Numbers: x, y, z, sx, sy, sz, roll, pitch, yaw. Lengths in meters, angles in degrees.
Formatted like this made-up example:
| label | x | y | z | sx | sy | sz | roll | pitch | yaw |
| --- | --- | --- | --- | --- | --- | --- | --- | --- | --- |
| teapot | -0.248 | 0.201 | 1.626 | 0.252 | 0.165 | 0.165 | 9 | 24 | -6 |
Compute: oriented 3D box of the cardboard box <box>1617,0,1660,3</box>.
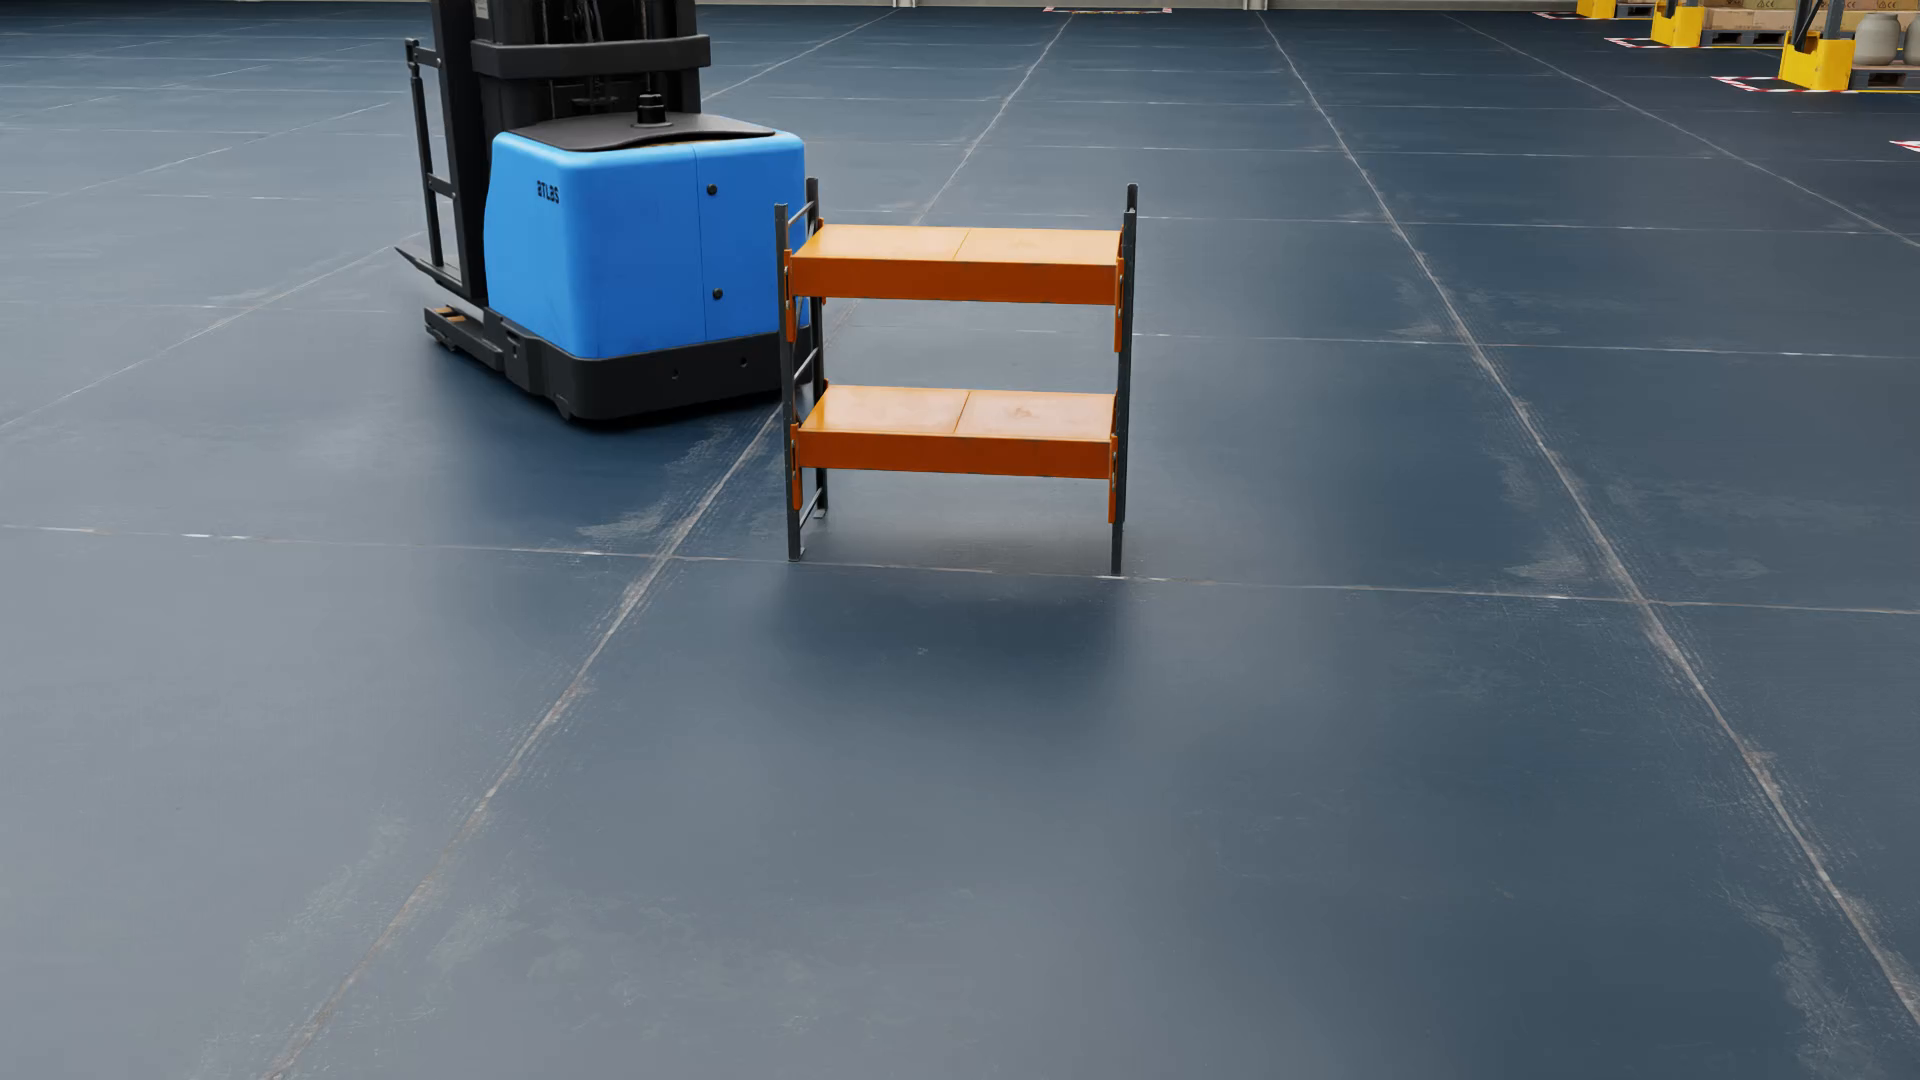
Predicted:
| label | x | y | z | sx | sy | sz | roll | pitch | yaw |
| --- | --- | --- | --- | --- | --- | --- | --- | --- | --- |
| cardboard box | 10.848 | -8.753 | 26.559 | 0.500 | 0.311 | 0.500 | 0 | 22 | 0 |

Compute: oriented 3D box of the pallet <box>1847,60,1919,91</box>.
| label | x | y | z | sx | sy | sz | roll | pitch | yaw |
| --- | --- | --- | --- | --- | --- | --- | --- | --- | --- |
| pallet | 9.893 | -4.925 | 17.609 | 1.213 | 0.211 | 1.003 | 2 | 22 | 6 |

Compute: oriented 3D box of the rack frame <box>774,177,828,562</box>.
| label | x | y | z | sx | sy | sz | roll | pitch | yaw |
| --- | --- | --- | --- | --- | --- | --- | --- | --- | --- |
| rack frame | -0.498 | -0.545 | 5.288 | 0.032 | 1.125 | 0.500 | 2 | 22 | 6 |

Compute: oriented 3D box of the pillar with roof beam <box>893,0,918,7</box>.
| label | x | y | z | sx | sy | sz | roll | pitch | yaw |
| --- | --- | --- | --- | --- | --- | --- | --- | --- | --- |
| pillar with roof beam | -1.455 | -11.885 | 23.262 | 0.400 | 9.000 | 9.100 | 2 | 22 | 6 |

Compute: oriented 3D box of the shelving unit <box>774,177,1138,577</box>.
| label | x | y | z | sx | sy | sz | roll | pitch | yaw |
| --- | --- | --- | --- | --- | --- | --- | --- | --- | --- |
| shelving unit | 0.007 | -0.523 | 5.232 | 1.048 | 1.125 | 0.538 | 2 | 22 | 6 |

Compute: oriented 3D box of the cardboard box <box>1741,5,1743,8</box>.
| label | x | y | z | sx | sy | sz | roll | pitch | yaw |
| --- | --- | --- | --- | --- | --- | --- | --- | --- | --- |
| cardboard box | 10.658 | -7.037 | 22.328 | 0.500 | 0.250 | 0.500 | 2 | 22 | 6 |

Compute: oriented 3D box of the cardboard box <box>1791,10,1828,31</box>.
| label | x | y | z | sx | sy | sz | roll | pitch | yaw |
| --- | --- | --- | --- | --- | --- | --- | --- | --- | --- |
| cardboard box | 11.092 | -6.823 | 21.787 | 0.500 | 0.250 | 0.500 | 2 | 22 | 6 |

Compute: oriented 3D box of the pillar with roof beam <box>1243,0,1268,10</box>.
| label | x | y | z | sx | sy | sz | roll | pitch | yaw |
| --- | --- | --- | --- | --- | --- | --- | --- | --- | --- |
| pillar with roof beam | 4.504 | -11.625 | 22.605 | 0.400 | 9.000 | 9.100 | 2 | 22 | 6 |

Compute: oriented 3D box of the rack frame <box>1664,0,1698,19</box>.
| label | x | y | z | sx | sy | sz | roll | pitch | yaw |
| --- | --- | --- | --- | --- | --- | --- | --- | --- | --- |
| rack frame | 9.592 | -8.053 | 21.730 | 0.127 | 3.000 | 1.000 | 2 | 22 | 6 |

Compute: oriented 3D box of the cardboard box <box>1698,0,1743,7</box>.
| label | x | y | z | sx | sy | sz | roll | pitch | yaw |
| --- | --- | --- | --- | --- | --- | --- | --- | --- | --- |
| cardboard box | 10.160 | -7.404 | 22.236 | 0.500 | 0.500 | 0.500 | 2 | 22 | 6 |

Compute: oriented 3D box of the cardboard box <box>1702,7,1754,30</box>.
| label | x | y | z | sx | sy | sz | roll | pitch | yaw |
| --- | --- | --- | --- | --- | --- | --- | --- | --- | --- |
| cardboard box | 10.099 | -6.865 | 21.894 | 0.500 | 0.250 | 0.500 | 2 | 22 | 6 |

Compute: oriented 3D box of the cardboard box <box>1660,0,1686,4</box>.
| label | x | y | z | sx | sy | sz | roll | pitch | yaw |
| --- | --- | --- | --- | --- | --- | --- | --- | --- | --- |
| cardboard box | 11.414 | -8.729 | 26.497 | 0.500 | 0.311 | 0.500 | 4 | 22 | 11 |

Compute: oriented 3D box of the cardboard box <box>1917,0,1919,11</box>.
| label | x | y | z | sx | sy | sz | roll | pitch | yaw |
| --- | --- | --- | --- | --- | --- | --- | --- | --- | --- |
| cardboard box | 12.583 | -7.111 | 21.497 | 0.500 | 0.500 | 0.500 | 2 | 22 | 6 |

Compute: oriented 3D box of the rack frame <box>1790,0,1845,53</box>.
| label | x | y | z | sx | sy | sz | roll | pitch | yaw |
| --- | --- | --- | --- | --- | --- | --- | --- | --- | --- |
| rack frame | 9.006 | -6.245 | 17.156 | 0.127 | 3.000 | 1.000 | 2 | 22 | 6 |

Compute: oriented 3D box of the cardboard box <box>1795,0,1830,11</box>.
| label | x | y | z | sx | sy | sz | roll | pitch | yaw |
| --- | --- | --- | --- | --- | --- | --- | --- | --- | --- |
| cardboard box | 11.094 | -7.176 | 21.660 | 0.500 | 0.500 | 0.500 | 2 | 22 | 6 |

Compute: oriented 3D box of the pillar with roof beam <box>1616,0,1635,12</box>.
| label | x | y | z | sx | sy | sz | roll | pitch | yaw |
| --- | --- | --- | --- | --- | --- | --- | --- | --- | --- |
| pillar with roof beam | 10.462 | -11.365 | 21.948 | 0.400 | 9.000 | 9.100 | 2 | 22 | 6 |

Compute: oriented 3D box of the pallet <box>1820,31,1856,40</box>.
| label | x | y | z | sx | sy | sz | roll | pitch | yaw |
| --- | --- | --- | --- | --- | --- | --- | --- | --- | --- |
| pallet | 11.565 | -6.685 | 22.061 | 1.213 | 0.211 | 1.003 | 2 | 22 | 6 |

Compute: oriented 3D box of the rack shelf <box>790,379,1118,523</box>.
| label | x | y | z | sx | sy | sz | roll | pitch | yaw |
| --- | --- | --- | --- | --- | --- | --- | --- | --- | --- |
| rack shelf | 0.007 | -0.295 | 5.322 | 1.000 | 0.278 | 0.538 | 2 | 22 | 6 |

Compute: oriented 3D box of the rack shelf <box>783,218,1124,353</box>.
| label | x | y | z | sx | sy | sz | roll | pitch | yaw |
| --- | --- | --- | --- | --- | --- | --- | --- | --- | --- |
| rack shelf | 0.007 | -0.795 | 5.125 | 1.000 | 0.278 | 0.538 | 2 | 22 | 6 |

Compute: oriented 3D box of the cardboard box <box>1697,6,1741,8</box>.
| label | x | y | z | sx | sy | sz | roll | pitch | yaw |
| --- | --- | --- | --- | --- | --- | --- | --- | --- | --- |
| cardboard box | 10.160 | -7.054 | 22.372 | 0.500 | 0.250 | 0.500 | 2 | 22 | 6 |

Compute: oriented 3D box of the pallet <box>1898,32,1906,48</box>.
| label | x | y | z | sx | sy | sz | roll | pitch | yaw |
| --- | --- | --- | --- | --- | --- | --- | --- | --- | --- |
| pallet | 12.780 | -6.633 | 21.930 | 1.213 | 0.211 | 1.003 | 2 | 22 | 6 |

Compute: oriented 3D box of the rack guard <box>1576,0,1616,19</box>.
| label | x | y | z | sx | sy | sz | roll | pitch | yaw |
| --- | --- | --- | --- | --- | --- | --- | --- | --- | --- |
| rack guard | 10.247 | -8.696 | 26.756 | 0.348 | 0.500 | 1.175 | 2 | 22 | 6 |

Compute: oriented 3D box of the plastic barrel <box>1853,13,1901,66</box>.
| label | x | y | z | sx | sy | sz | roll | pitch | yaw |
| --- | --- | --- | --- | --- | --- | --- | --- | --- | --- |
| plastic barrel | 9.668 | -5.283 | 17.534 | 0.421 | 0.512 | 0.421 | 0 | 22 | 0 |

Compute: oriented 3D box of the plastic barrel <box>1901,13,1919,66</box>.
| label | x | y | z | sx | sy | sz | roll | pitch | yaw |
| --- | --- | --- | --- | --- | --- | --- | --- | --- | --- |
| plastic barrel | 10.166 | -5.261 | 17.479 | 0.421 | 0.512 | 0.421 | 0 | 22 | 0 |

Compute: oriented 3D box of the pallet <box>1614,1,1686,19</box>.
| label | x | y | z | sx | sy | sz | roll | pitch | yaw |
| --- | --- | --- | --- | --- | --- | --- | --- | --- | --- |
| pallet | 11.050 | -8.514 | 26.687 | 1.213 | 0.211 | 1.003 | 2 | 22 | 6 |

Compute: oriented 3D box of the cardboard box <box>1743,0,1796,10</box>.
| label | x | y | z | sx | sy | sz | roll | pitch | yaw |
| --- | --- | --- | --- | --- | --- | --- | --- | --- | --- |
| cardboard box | 10.596 | -7.193 | 21.703 | 0.500 | 0.500 | 0.500 | 2 | 22 | 6 |

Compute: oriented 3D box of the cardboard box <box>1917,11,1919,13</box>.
| label | x | y | z | sx | sy | sz | roll | pitch | yaw |
| --- | --- | --- | --- | --- | --- | --- | --- | --- | --- |
| cardboard box | 12.583 | -6.762 | 21.633 | 0.500 | 0.250 | 0.500 | 2 | 22 | 6 |

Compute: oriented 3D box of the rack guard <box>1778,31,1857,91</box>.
| label | x | y | z | sx | sy | sz | roll | pitch | yaw |
| --- | --- | --- | --- | --- | --- | --- | --- | --- | --- |
| rack guard | 9.087 | -5.096 | 17.650 | 0.348 | 0.500 | 1.175 | 2 | 22 | 6 |

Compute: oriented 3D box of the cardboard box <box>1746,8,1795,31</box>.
| label | x | y | z | sx | sy | sz | roll | pitch | yaw |
| --- | --- | --- | --- | --- | --- | --- | --- | --- | --- |
| cardboard box | 10.596 | -6.845 | 21.842 | 0.500 | 0.250 | 0.500 | 2 | 22 | 6 |

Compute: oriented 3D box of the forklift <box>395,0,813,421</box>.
| label | x | y | z | sx | sy | sz | roll | pitch | yaw |
| --- | --- | --- | --- | --- | --- | --- | --- | --- | --- |
| forklift | -1.844 | -2.312 | 7.301 | 1.130 | 2.935 | 3.031 | -14 | 26 | -31 |

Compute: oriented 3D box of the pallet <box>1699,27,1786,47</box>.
| label | x | y | z | sx | sy | sz | roll | pitch | yaw |
| --- | --- | --- | --- | --- | --- | --- | --- | --- | --- |
| pallet | 10.357 | -6.739 | 22.197 | 1.213 | 0.211 | 1.003 | 2 | 22 | 6 |

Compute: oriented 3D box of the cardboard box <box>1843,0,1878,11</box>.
| label | x | y | z | sx | sy | sz | roll | pitch | yaw |
| --- | --- | --- | --- | --- | --- | --- | --- | --- | --- |
| cardboard box | 11.588 | -7.148 | 21.589 | 0.500 | 0.500 | 0.500 | 2 | 22 | 6 |

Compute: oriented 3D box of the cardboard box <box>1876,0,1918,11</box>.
| label | x | y | z | sx | sy | sz | roll | pitch | yaw |
| --- | --- | --- | --- | --- | --- | --- | --- | --- | --- |
| cardboard box | 12.086 | -7.132 | 21.548 | 0.500 | 0.500 | 0.500 | 2 | 22 | 6 |

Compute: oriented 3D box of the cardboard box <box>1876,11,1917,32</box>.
| label | x | y | z | sx | sy | sz | roll | pitch | yaw |
| --- | --- | --- | --- | --- | --- | --- | --- | --- | --- |
| cardboard box | 12.085 | -6.778 | 21.674 | 0.500 | 0.250 | 0.500 | 2 | 22 | 6 |

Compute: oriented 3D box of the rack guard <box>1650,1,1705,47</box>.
| label | x | y | z | sx | sy | sz | roll | pitch | yaw |
| --- | --- | --- | --- | --- | --- | --- | --- | --- | --- |
| rack guard | 9.569 | -6.892 | 22.192 | 0.348 | 0.500 | 1.175 | 2 | 22 | 6 |

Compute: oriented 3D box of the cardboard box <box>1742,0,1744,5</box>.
| label | x | y | z | sx | sy | sz | roll | pitch | yaw |
| --- | --- | --- | --- | --- | --- | --- | --- | --- | --- |
| cardboard box | 12.137 | -8.767 | 26.336 | 0.500 | 0.500 | 0.700 | 1 | 22 | 3 |

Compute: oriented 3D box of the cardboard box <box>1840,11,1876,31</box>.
| label | x | y | z | sx | sy | sz | roll | pitch | yaw |
| --- | --- | --- | --- | --- | --- | --- | --- | --- | --- |
| cardboard box | 11.588 | -6.800 | 21.728 | 0.500 | 0.250 | 0.500 | 2 | 22 | 6 |

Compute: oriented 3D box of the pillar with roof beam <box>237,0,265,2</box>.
| label | x | y | z | sx | sy | sz | roll | pitch | yaw |
| --- | --- | --- | --- | --- | --- | --- | --- | --- | --- |
| pillar with roof beam | -13.371 | -12.404 | 24.575 | 0.400 | 9.000 | 9.100 | 2 | 22 | 6 |

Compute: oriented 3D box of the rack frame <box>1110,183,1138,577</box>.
| label | x | y | z | sx | sy | sz | roll | pitch | yaw |
| --- | --- | --- | --- | --- | --- | --- | --- | --- | --- |
| rack frame | 0.512 | -0.501 | 5.177 | 0.032 | 1.125 | 0.500 | 2 | 22 | 6 |
